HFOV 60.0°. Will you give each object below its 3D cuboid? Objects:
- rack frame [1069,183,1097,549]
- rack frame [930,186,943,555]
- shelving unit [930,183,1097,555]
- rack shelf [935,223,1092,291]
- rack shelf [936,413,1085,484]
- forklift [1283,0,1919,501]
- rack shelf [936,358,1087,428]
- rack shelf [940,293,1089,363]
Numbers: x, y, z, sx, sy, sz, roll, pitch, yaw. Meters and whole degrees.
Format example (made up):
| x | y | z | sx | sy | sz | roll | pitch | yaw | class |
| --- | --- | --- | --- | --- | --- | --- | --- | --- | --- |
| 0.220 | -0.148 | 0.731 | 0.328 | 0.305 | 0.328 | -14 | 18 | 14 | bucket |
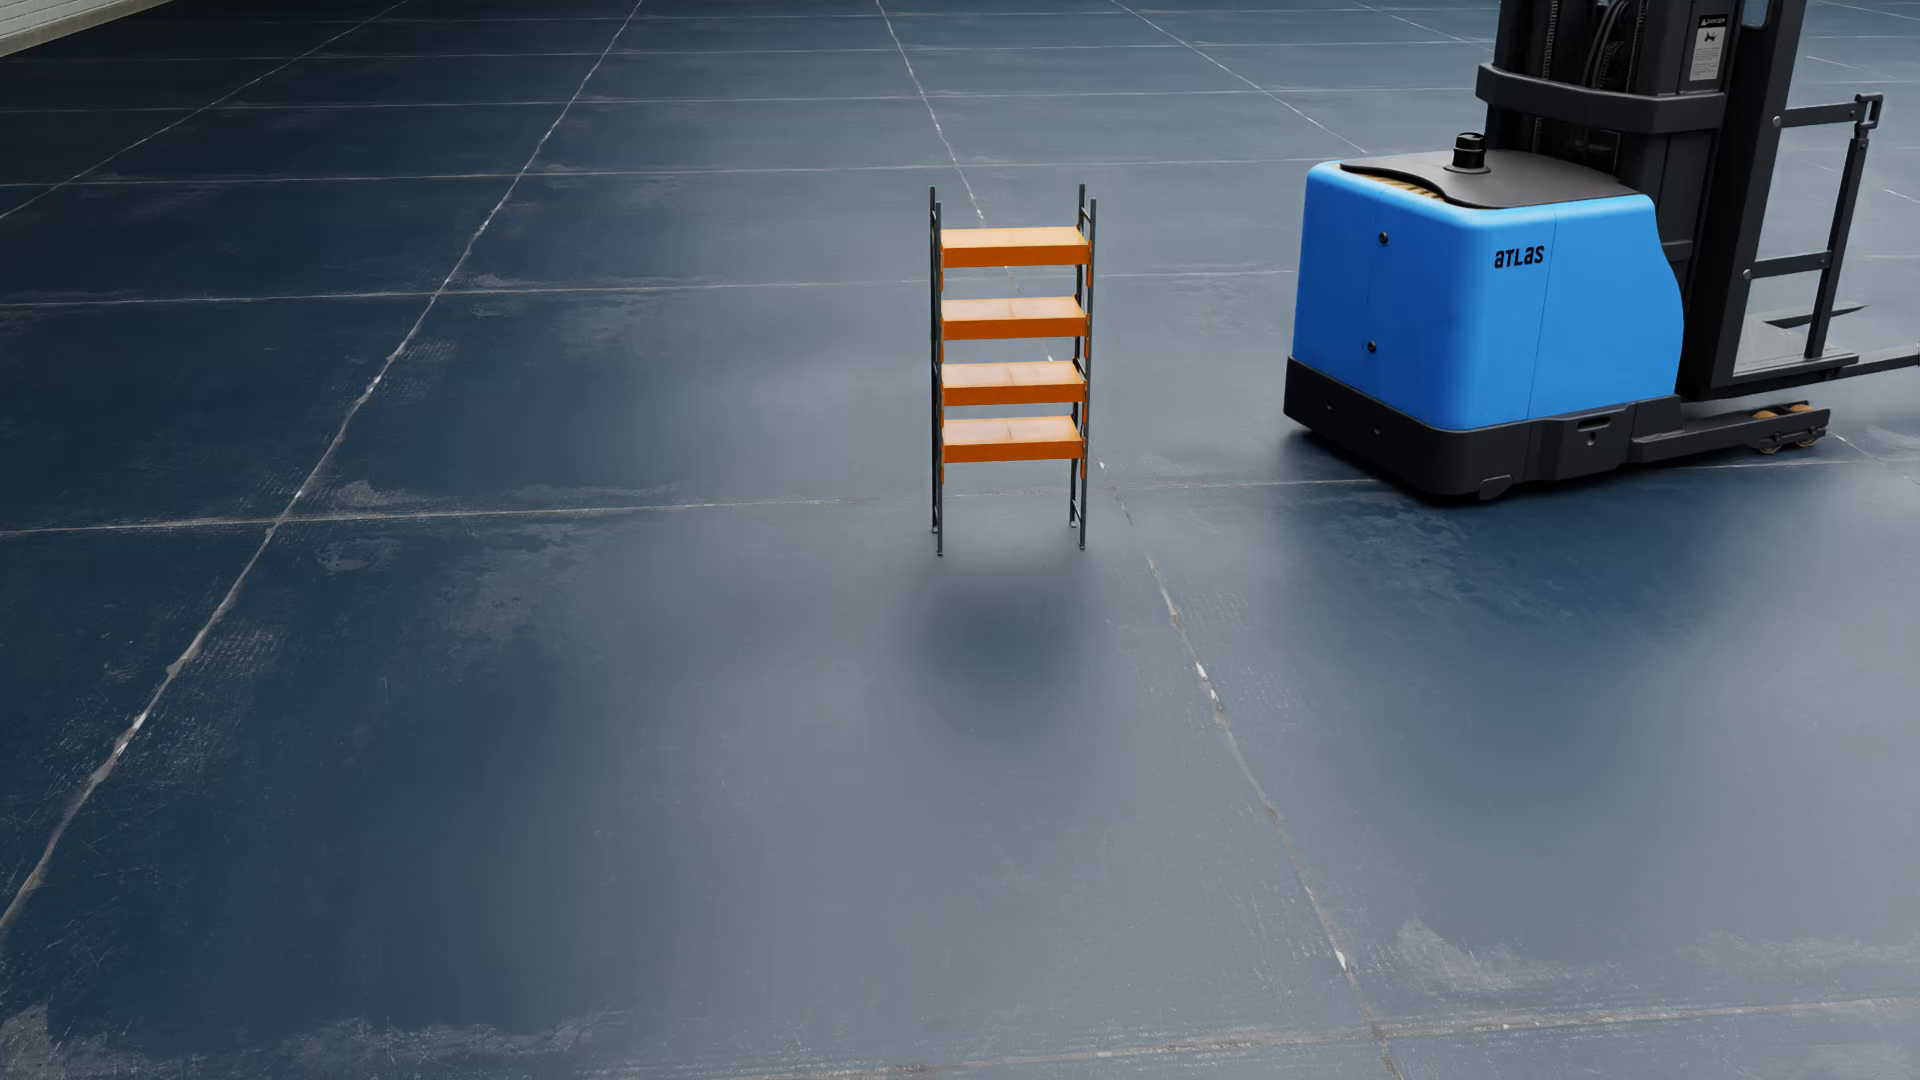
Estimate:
| x | y | z | sx | sy | sz | roll | pitch | yaw | class |
| --- | --- | --- | --- | --- | --- | --- | --- | --- | --- |
| 0.408 | -0.565 | 5.543 | 0.015 | 1.200 | 0.240 | -2 | 24 | -5 | rack frame |
| -0.078 | -0.545 | 5.499 | 0.015 | 1.200 | 0.240 | -2 | 24 | -5 | rack frame |
| 0.165 | -0.555 | 5.521 | 0.503 | 1.200 | 0.258 | -2 | 24 | -5 | shelving unit |
| 0.165 | -0.914 | 5.362 | 0.480 | 0.148 | 0.258 | -2 | 24 | -5 | rack shelf |
| 0.165 | -0.312 | 5.629 | 0.480 | 0.148 | 0.258 | -2 | 24 | -5 | rack shelf |
| 2.873 | -1.861 | 6.329 | 3.031 | 2.935 | 1.130 | -10 | 26 | -22 | forklift |
| 0.165 | -0.493 | 5.548 | 0.480 | 0.148 | 0.258 | -2 | 24 | -5 | rack shelf |
| 0.165 | -0.698 | 5.458 | 0.480 | 0.148 | 0.258 | -2 | 24 | -5 | rack shelf |
